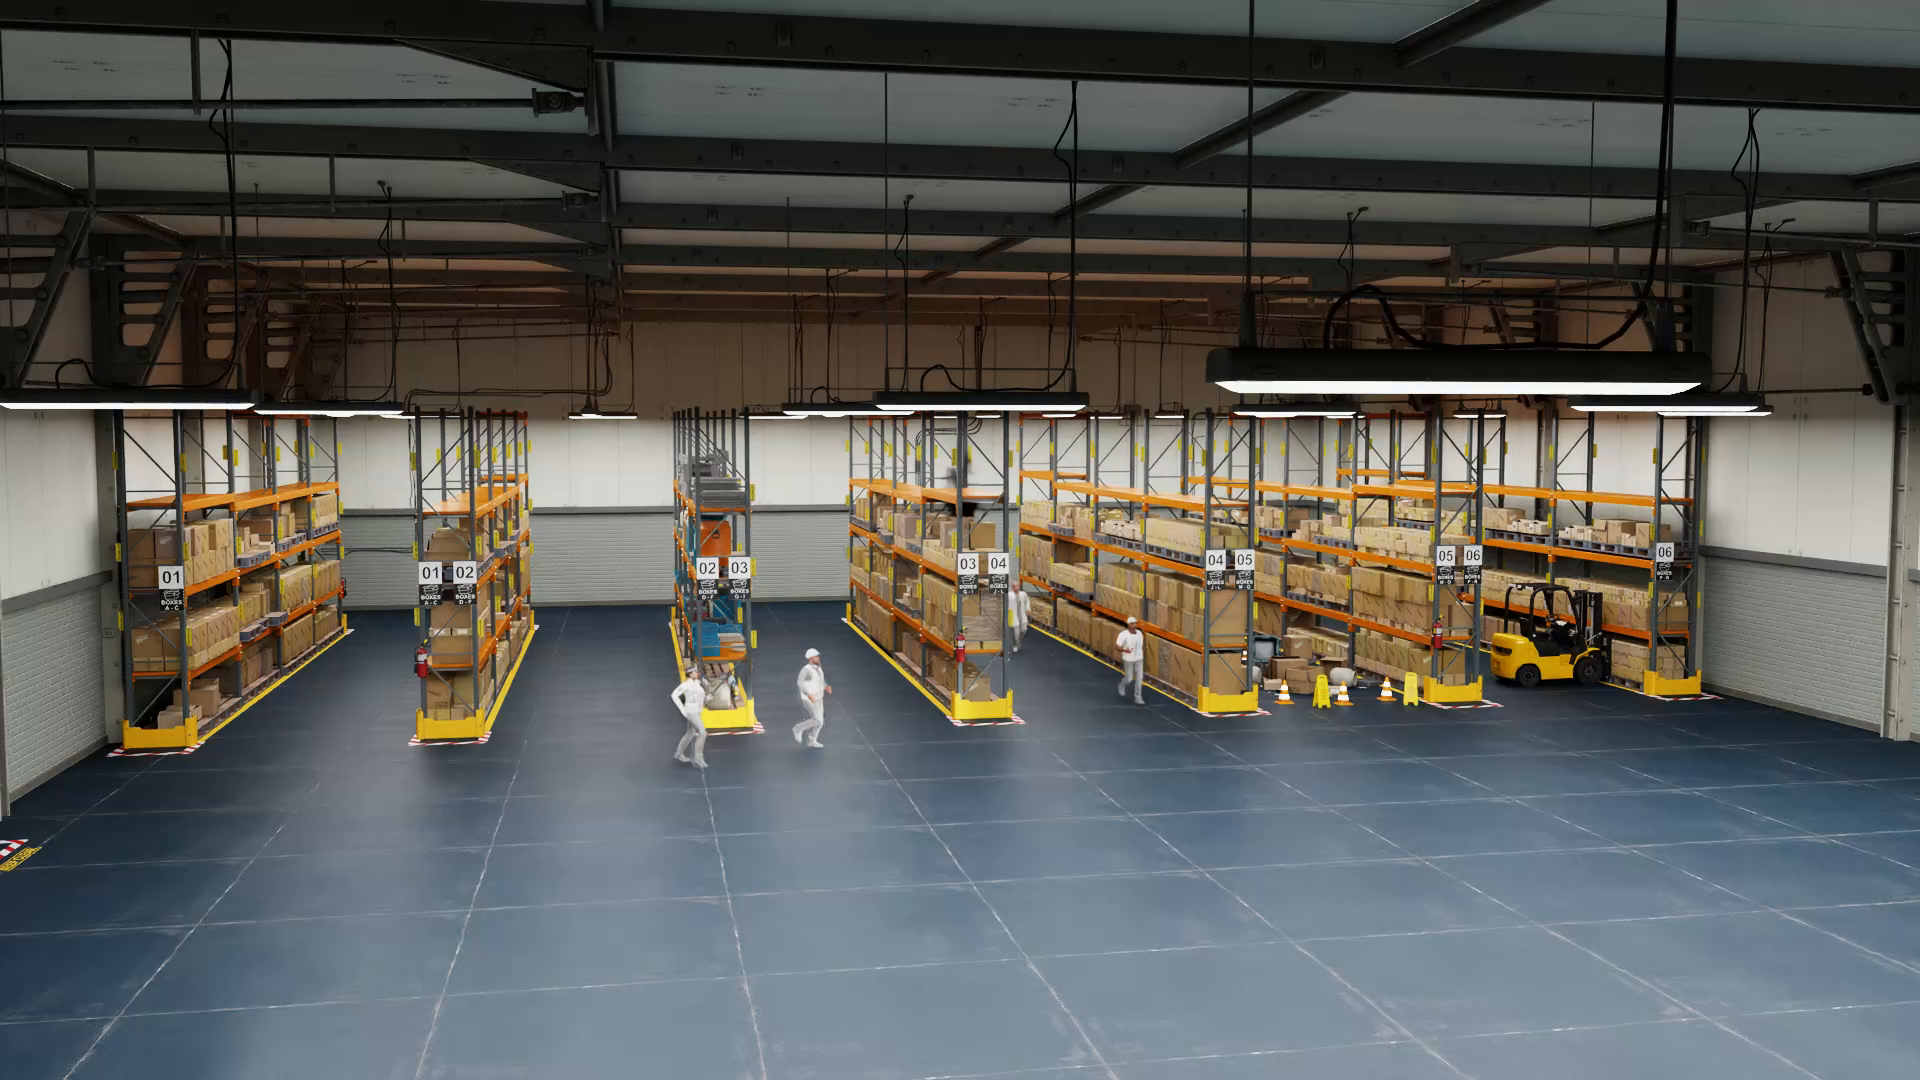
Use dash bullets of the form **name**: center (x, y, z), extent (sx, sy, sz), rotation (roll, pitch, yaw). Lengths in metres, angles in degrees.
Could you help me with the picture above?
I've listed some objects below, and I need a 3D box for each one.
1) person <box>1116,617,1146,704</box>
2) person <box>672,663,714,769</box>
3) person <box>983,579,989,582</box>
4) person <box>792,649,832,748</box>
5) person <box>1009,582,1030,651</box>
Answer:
- **person**: center (3.505, 2.431, 33.777), extent (0.703, 1.739, 0.934), rotation (-1, 4, -19)
- **person**: center (-4.428, 2.915, 27.621), extent (0.723, 1.750, 0.584), rotation (1, 4, 13)
- **person**: center (0.775, 1.571, 46.887), extent (0.636, 1.696, 0.659), rotation (-1, 4, -11)
- **person**: center (-2.595, 2.781, 29.298), extent (0.627, 1.744, 0.656), rotation (2, 4, 22)
- **person**: center (1.433, 1.913, 41.381), extent (0.722, 1.737, 0.608), rotation (-1, 4, -11)
